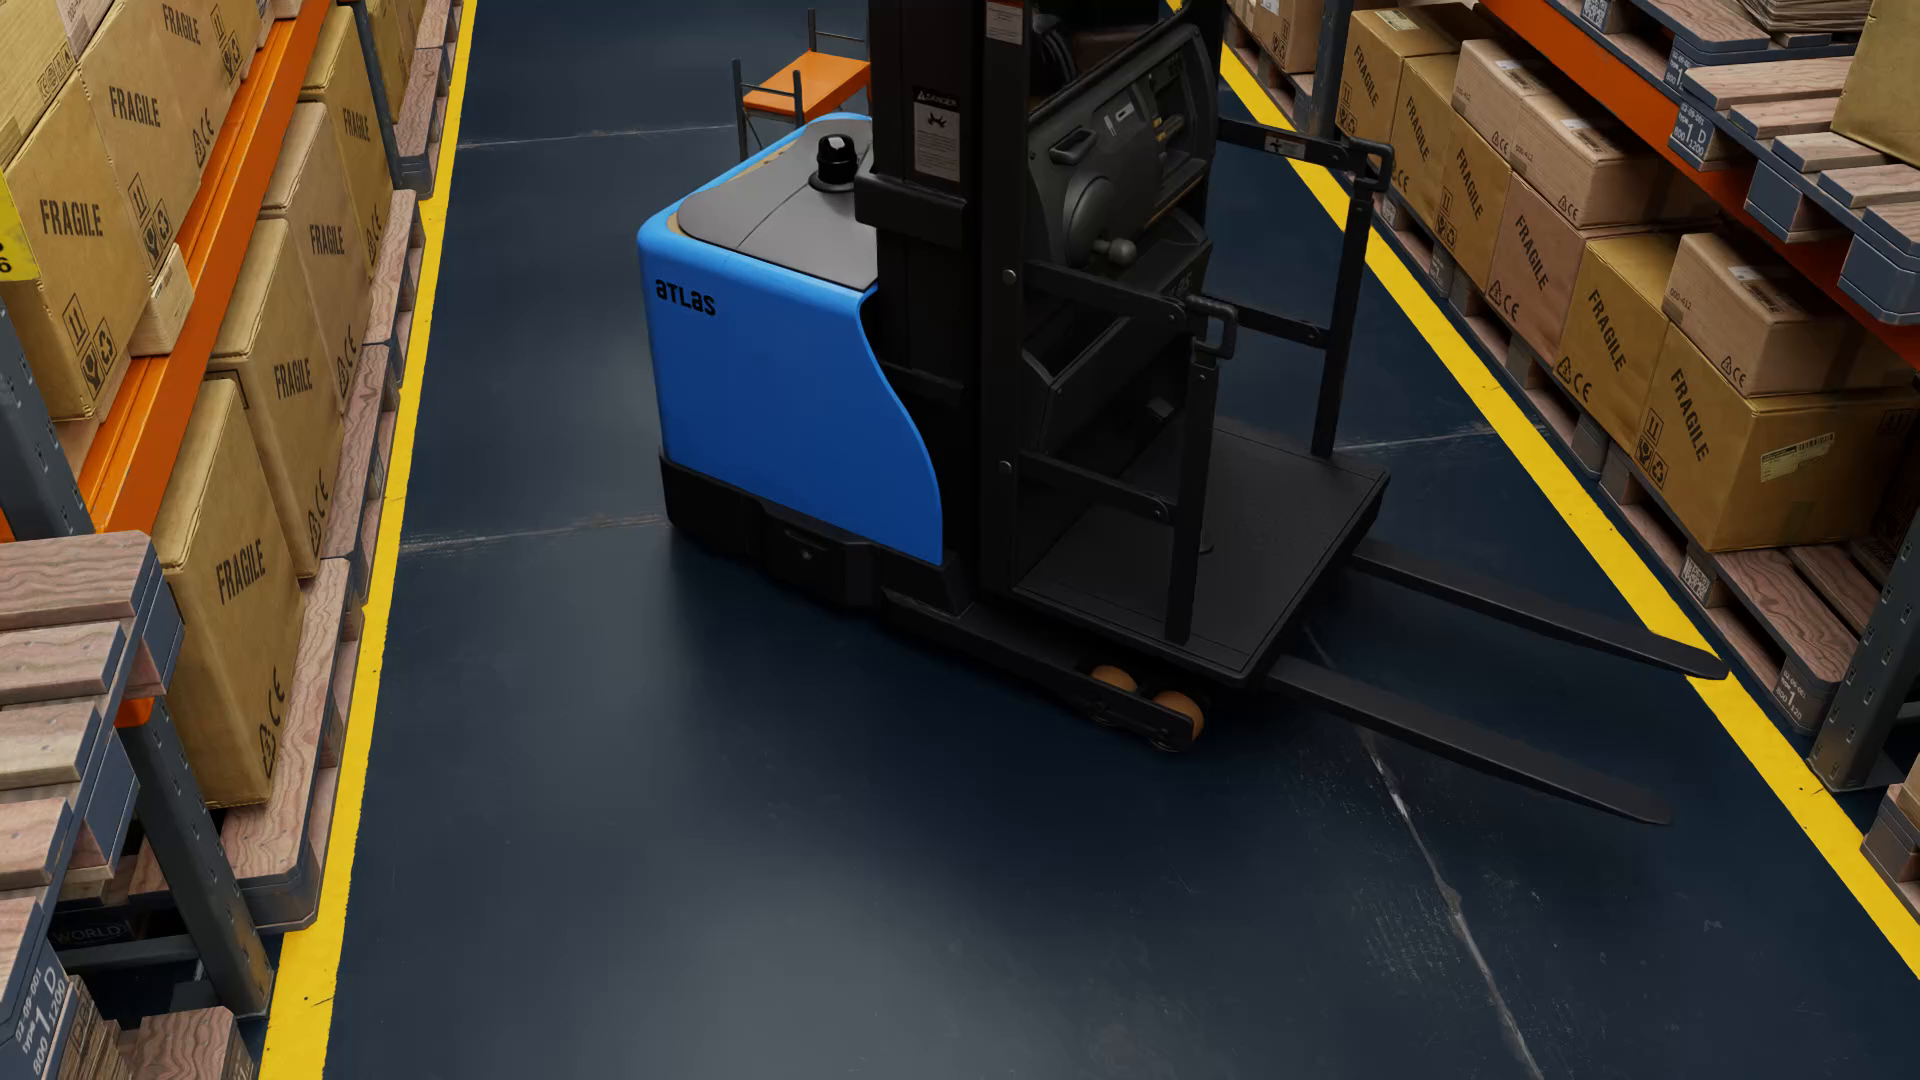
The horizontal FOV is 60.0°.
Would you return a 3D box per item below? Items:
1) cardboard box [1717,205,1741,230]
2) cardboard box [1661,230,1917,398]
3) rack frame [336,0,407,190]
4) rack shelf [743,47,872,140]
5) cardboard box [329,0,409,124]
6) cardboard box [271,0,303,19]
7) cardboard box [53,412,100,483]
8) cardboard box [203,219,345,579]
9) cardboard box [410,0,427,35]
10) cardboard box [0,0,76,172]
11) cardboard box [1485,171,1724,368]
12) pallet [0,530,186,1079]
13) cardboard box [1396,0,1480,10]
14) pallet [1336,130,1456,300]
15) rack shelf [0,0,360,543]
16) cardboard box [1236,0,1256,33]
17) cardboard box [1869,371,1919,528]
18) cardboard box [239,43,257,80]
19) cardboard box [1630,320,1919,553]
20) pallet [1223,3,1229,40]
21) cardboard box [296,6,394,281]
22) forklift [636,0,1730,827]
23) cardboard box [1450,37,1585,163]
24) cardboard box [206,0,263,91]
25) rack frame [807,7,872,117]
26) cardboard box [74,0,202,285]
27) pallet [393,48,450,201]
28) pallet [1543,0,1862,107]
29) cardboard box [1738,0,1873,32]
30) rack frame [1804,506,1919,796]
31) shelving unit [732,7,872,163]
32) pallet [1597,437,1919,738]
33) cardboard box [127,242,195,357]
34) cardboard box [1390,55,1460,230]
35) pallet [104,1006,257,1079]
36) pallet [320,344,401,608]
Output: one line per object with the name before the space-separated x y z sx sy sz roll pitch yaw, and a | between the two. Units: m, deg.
cardboard box | 2.702 -1.028 5.807 0.500 0.500 0.500 -7 38 -9
cardboard box | 2.368 -0.657 4.719 0.500 0.250 0.500 -5 38 -6
rack frame | -2.800 -2.482 6.000 1.000 3.000 0.127 -6 38 -8
rack shelf | -0.505 -1.461 5.512 0.258 0.148 0.480 16 41 19
cardboard box | -2.830 -2.124 7.234 0.700 0.500 0.500 -6 38 -7
cardboard box | -2.289 -1.753 5.250 0.380 0.149 0.250 -6 38 -8
cardboard box | -1.928 -0.199 3.250 0.380 0.149 0.250 -7 38 -9
cardboard box | -2.246 -0.371 4.693 0.750 0.750 0.750 -6 38 -8
cardboard box | -3.003 -2.738 8.024 0.700 0.500 0.500 -5 38 -7
cardboard box | -1.930 -0.847 2.944 0.500 0.250 0.500 -5 38 -7
cardboard box | 2.194 -0.957 5.715 0.500 0.500 0.500 -8 38 -10
pallet | -1.869 0.428 2.410 1.213 0.211 1.003 -6 38 -8
cardboard box | 2.216 -2.406 7.735 0.500 0.311 0.500 -6 38 -8
pallet | 2.256 -1.429 6.918 1.003 0.211 1.213 -6 38 -8
rack shelf | -2.449 -0.990 4.666 1.077 0.370 4.000 -6 38 -8
cardboard box | 1.572 -2.599 8.116 0.380 0.149 0.250 -6 38 -8
cardboard box | 2.882 -0.409 5.011 0.500 0.500 0.500 -8 38 -10
cardboard box | -2.283 -1.445 4.854 0.380 0.149 0.250 -7 38 -9
cardboard box | 2.382 -0.328 4.906 0.500 0.500 0.500 -5 38 -6
pallet | 1.740 -3.070 9.029 1.003 0.211 1.213 -6 38 -8
cardboard box | -2.558 -1.421 6.044 0.750 0.750 0.750 -6 38 -7
forklift | 0.598 -0.957 4.093 3.031 2.935 1.130 21 42 25
cardboard box | 2.096 -1.578 5.904 0.500 0.250 0.500 -6 38 -8
cardboard box | -2.200 -1.483 4.374 0.500 0.500 0.500 -5 38 -7
rack frame | -0.402 -1.286 5.928 0.240 1.200 0.015 16 41 19
cardboard box | -2.015 -0.870 3.584 0.500 0.500 0.500 -5 38 -6
pallet | -2.856 -1.849 7.458 1.003 0.211 1.213 -6 38 -8
pallet | 2.432 -1.700 5.149 1.003 0.211 1.213 -6 38 -8
cardboard box | 2.584 -1.748 4.631 0.700 0.500 0.500 0 38 1
rack frame | 2.778 -0.602 3.579 1.000 3.000 0.127 -6 38 -8
shelving unit | -0.505 -1.151 5.753 0.258 1.200 0.503 16 41 19
pallet | 2.684 0.045 5.021 1.003 0.211 1.213 -6 38 -8
cardboard box | -1.927 -0.522 3.665 0.380 0.149 0.250 -5 38 -7
cardboard box | 2.026 -1.565 6.498 0.500 0.500 0.500 -6 38 -7
pallet | -1.963 1.507 3.138 1.003 0.211 1.213 -6 38 -8
pallet | -2.373 -0.185 5.316 1.003 0.211 1.213 -6 38 -8
